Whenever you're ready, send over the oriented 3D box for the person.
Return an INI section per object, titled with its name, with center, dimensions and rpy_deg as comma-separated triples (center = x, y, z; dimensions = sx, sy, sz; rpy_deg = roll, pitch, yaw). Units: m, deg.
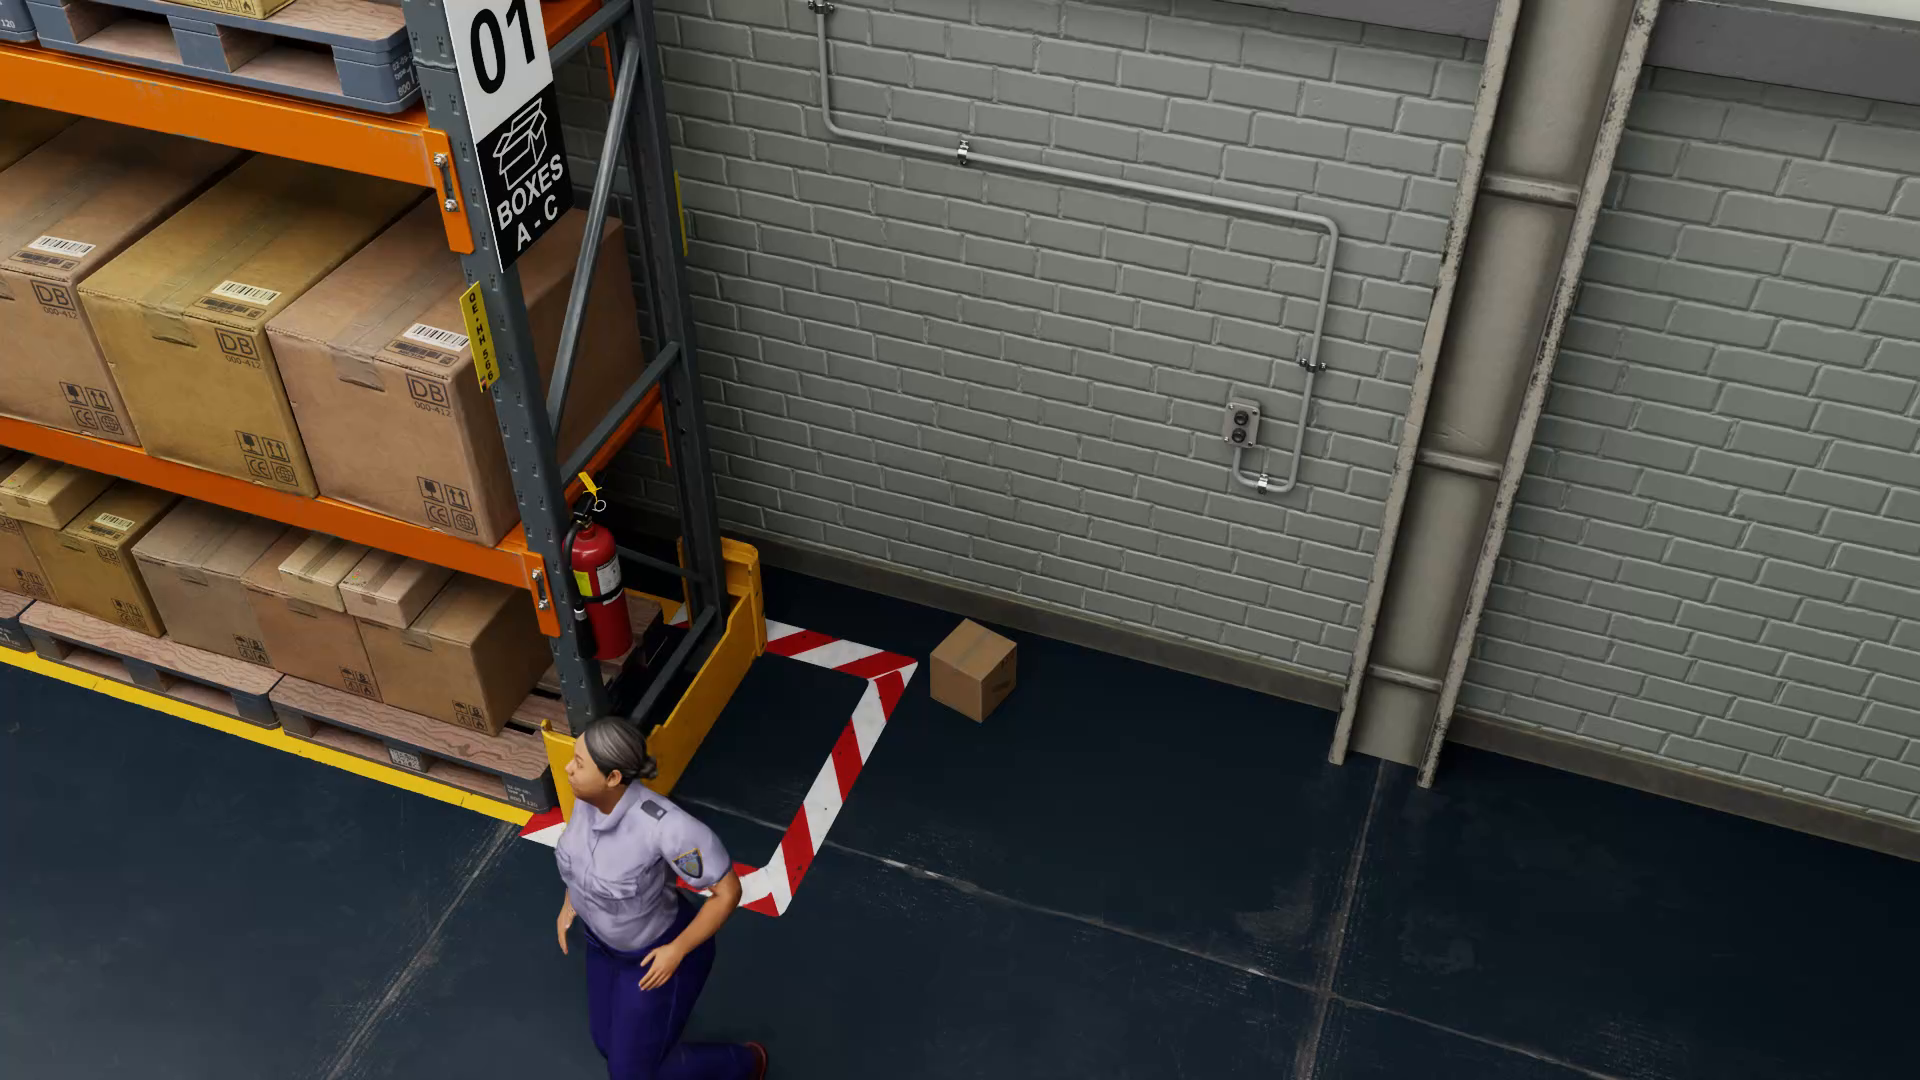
[person]
center = -0.962, 1.177, 4.892
dimensions = 0.482, 1.568, 0.660
rpy_deg = -31, 50, -30
